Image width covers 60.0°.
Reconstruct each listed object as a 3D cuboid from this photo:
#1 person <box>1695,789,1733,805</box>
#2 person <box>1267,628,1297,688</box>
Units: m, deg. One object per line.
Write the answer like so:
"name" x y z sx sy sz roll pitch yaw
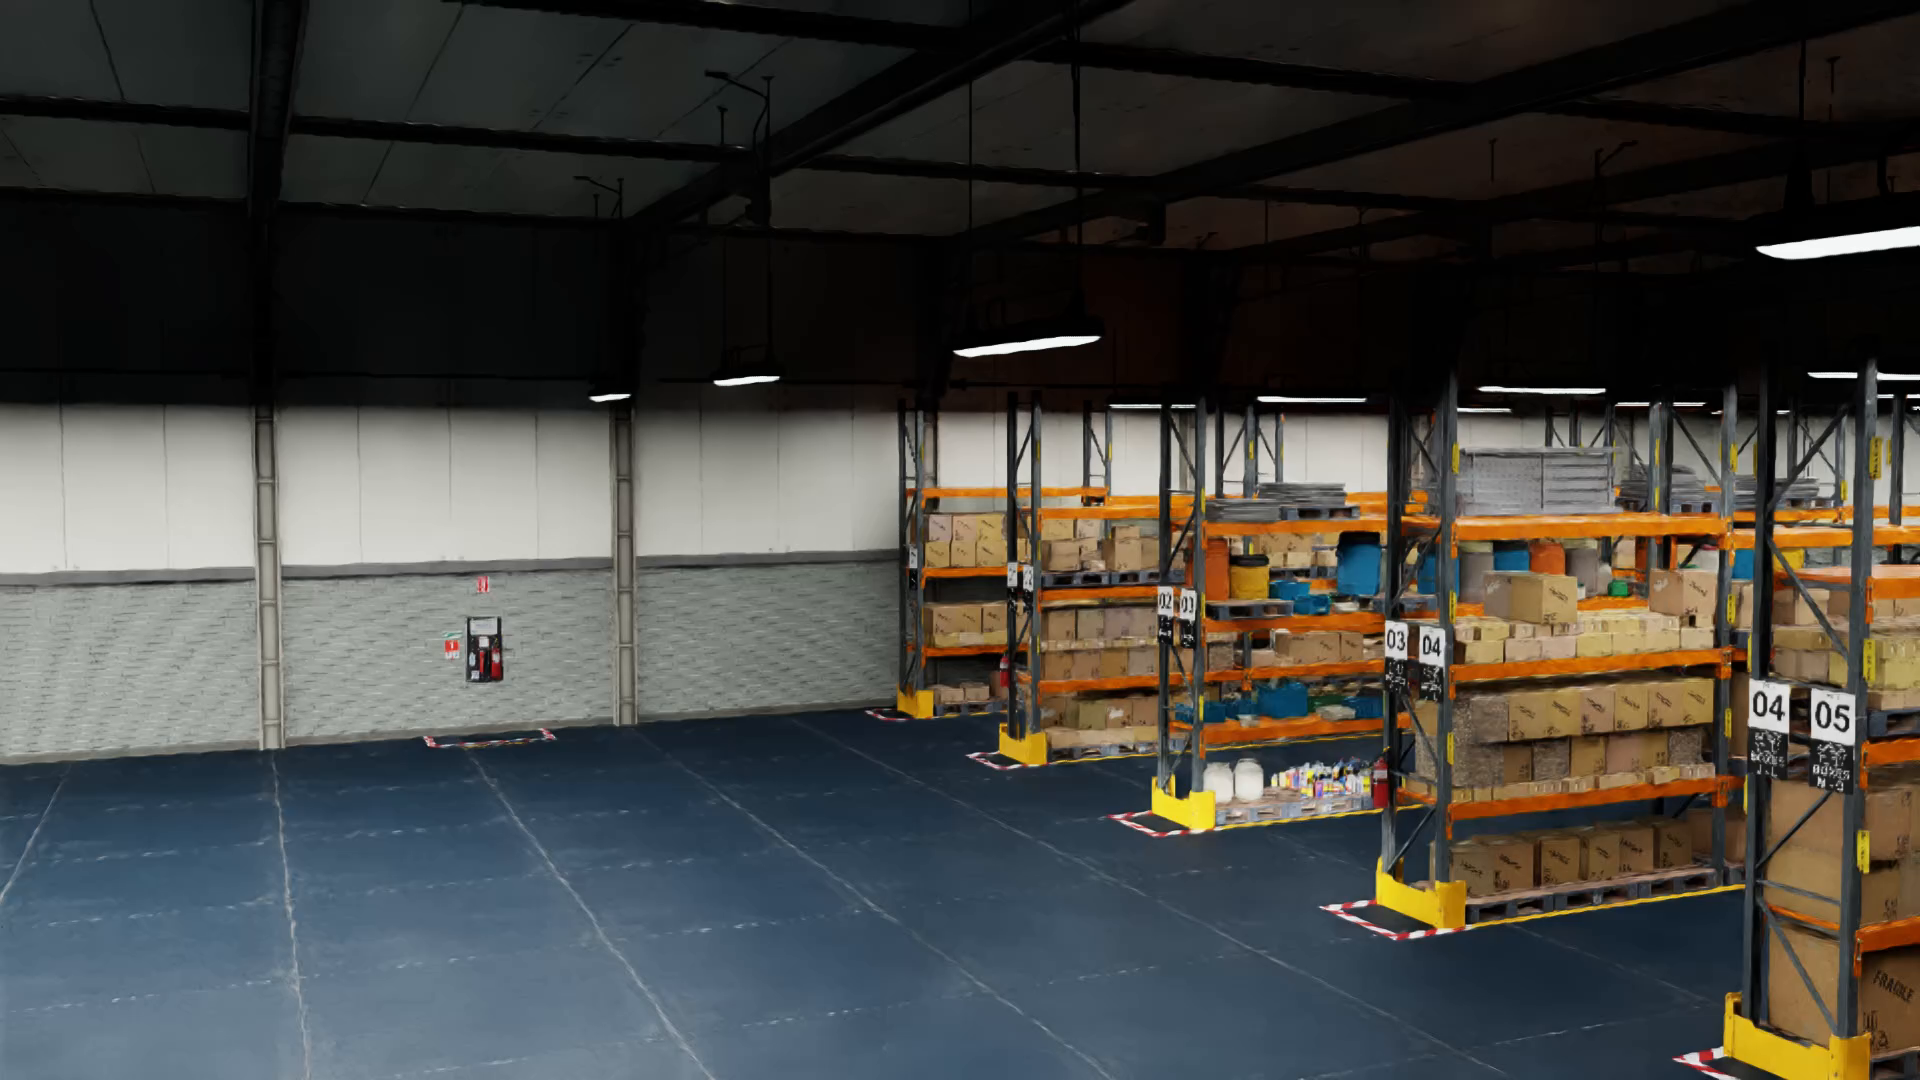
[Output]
"person" 10.721 2.928 23.675 0.577 1.714 0.719 -2 4 -25
"person" 6.377 2.343 33.352 1.194 1.698 0.598 -1 4 -21
